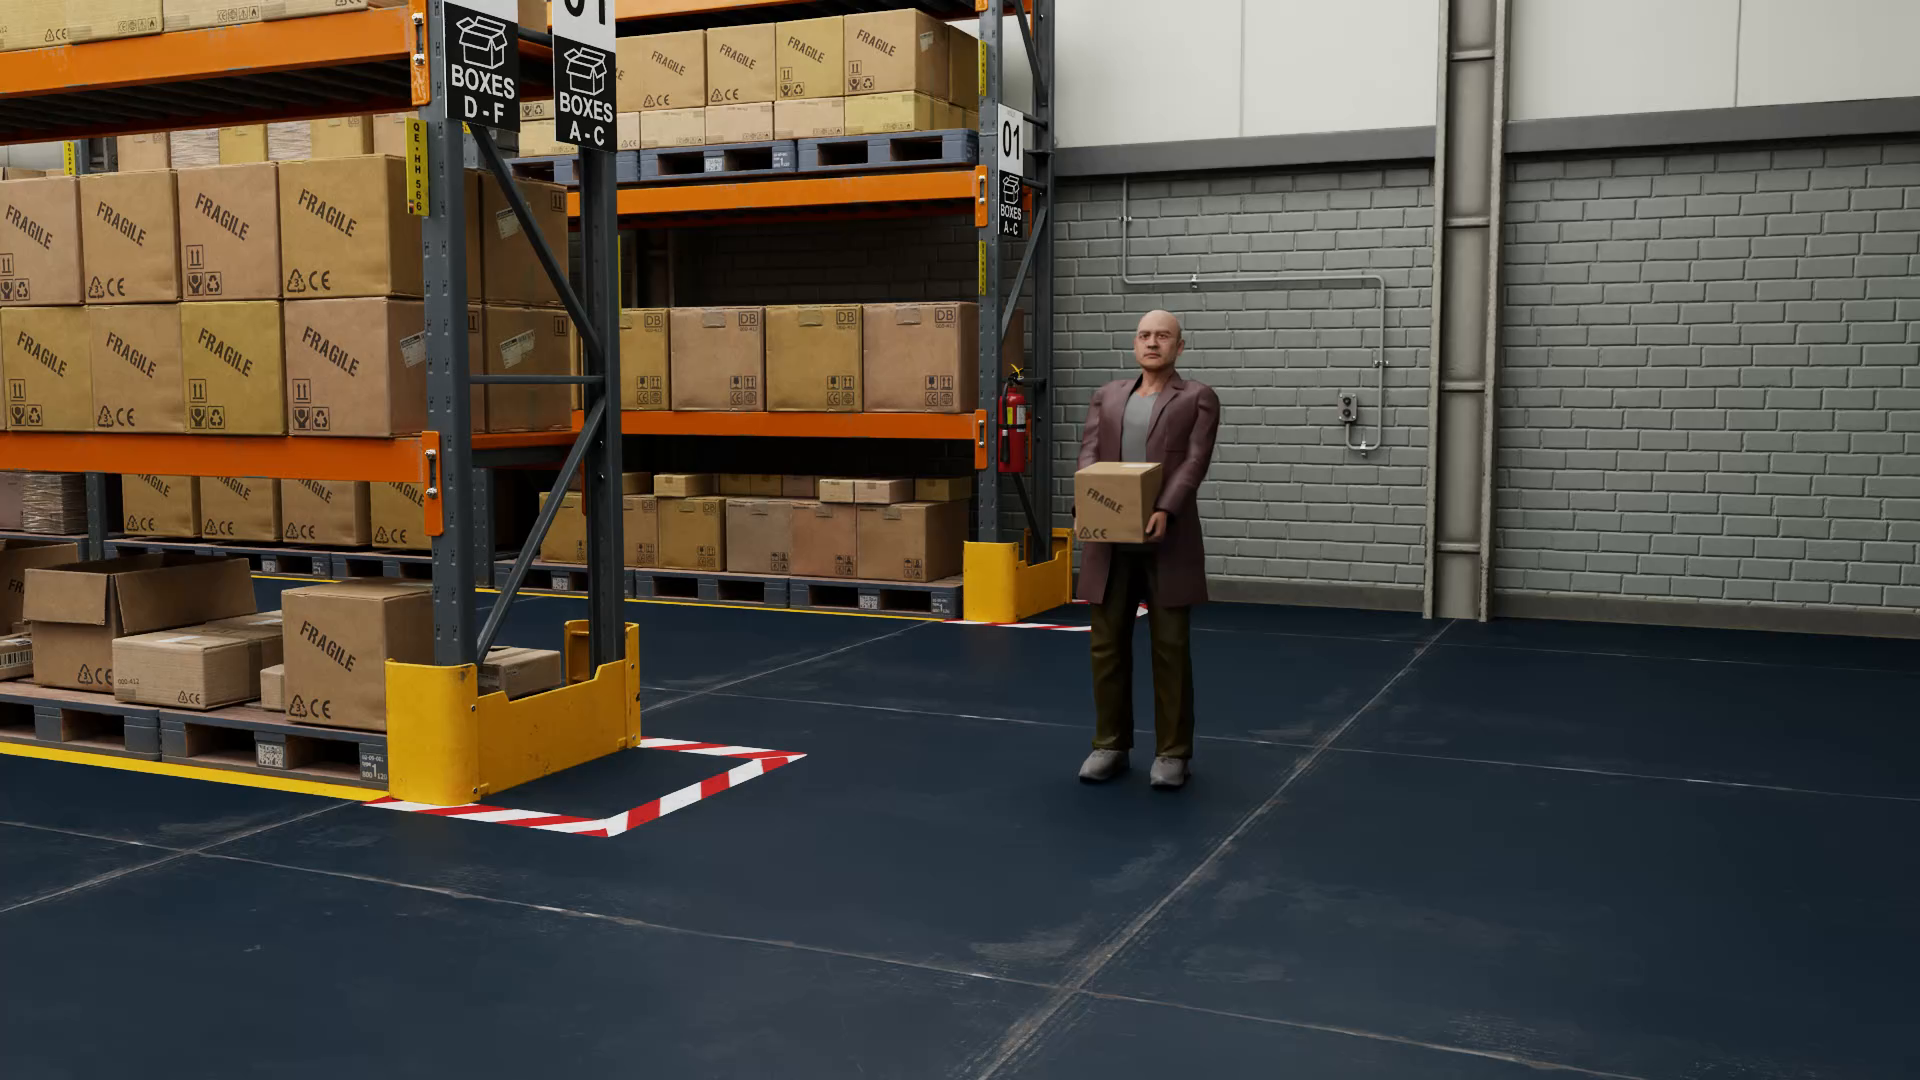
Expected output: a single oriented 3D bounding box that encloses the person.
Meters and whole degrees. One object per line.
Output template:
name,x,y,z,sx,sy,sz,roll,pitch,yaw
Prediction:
person,0.661,0.052,6.188,0.531,1.725,0.555,2,6,24
